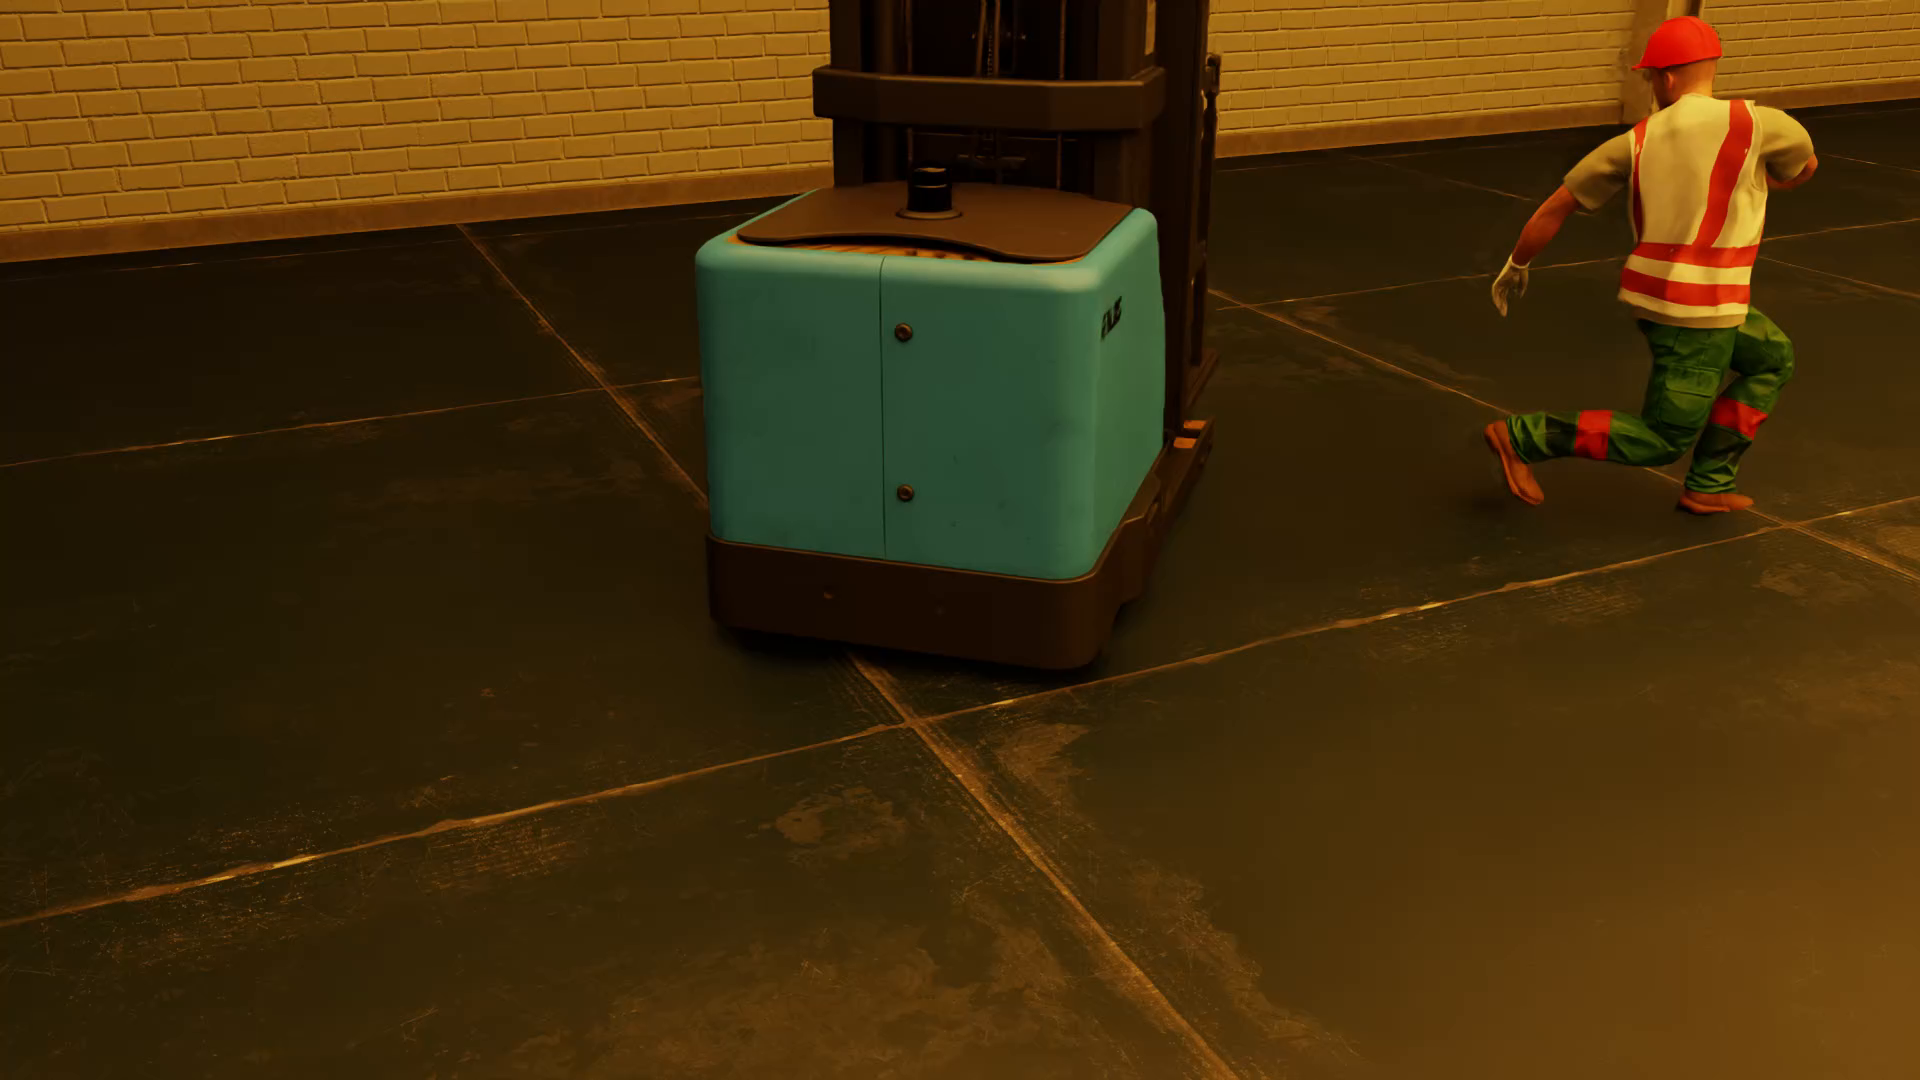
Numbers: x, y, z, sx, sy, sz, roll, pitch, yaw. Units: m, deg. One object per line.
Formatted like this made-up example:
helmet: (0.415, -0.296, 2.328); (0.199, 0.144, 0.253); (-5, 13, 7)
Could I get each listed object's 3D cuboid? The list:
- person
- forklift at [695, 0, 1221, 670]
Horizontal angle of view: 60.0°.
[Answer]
person: (2.135, -0.812, 5.152); (0.952, 1.542, 0.685); (-5, 23, -11)
forklift: (0.246, -1.567, 5.058); (1.130, 2.935, 3.031); (7, 23, 15)
